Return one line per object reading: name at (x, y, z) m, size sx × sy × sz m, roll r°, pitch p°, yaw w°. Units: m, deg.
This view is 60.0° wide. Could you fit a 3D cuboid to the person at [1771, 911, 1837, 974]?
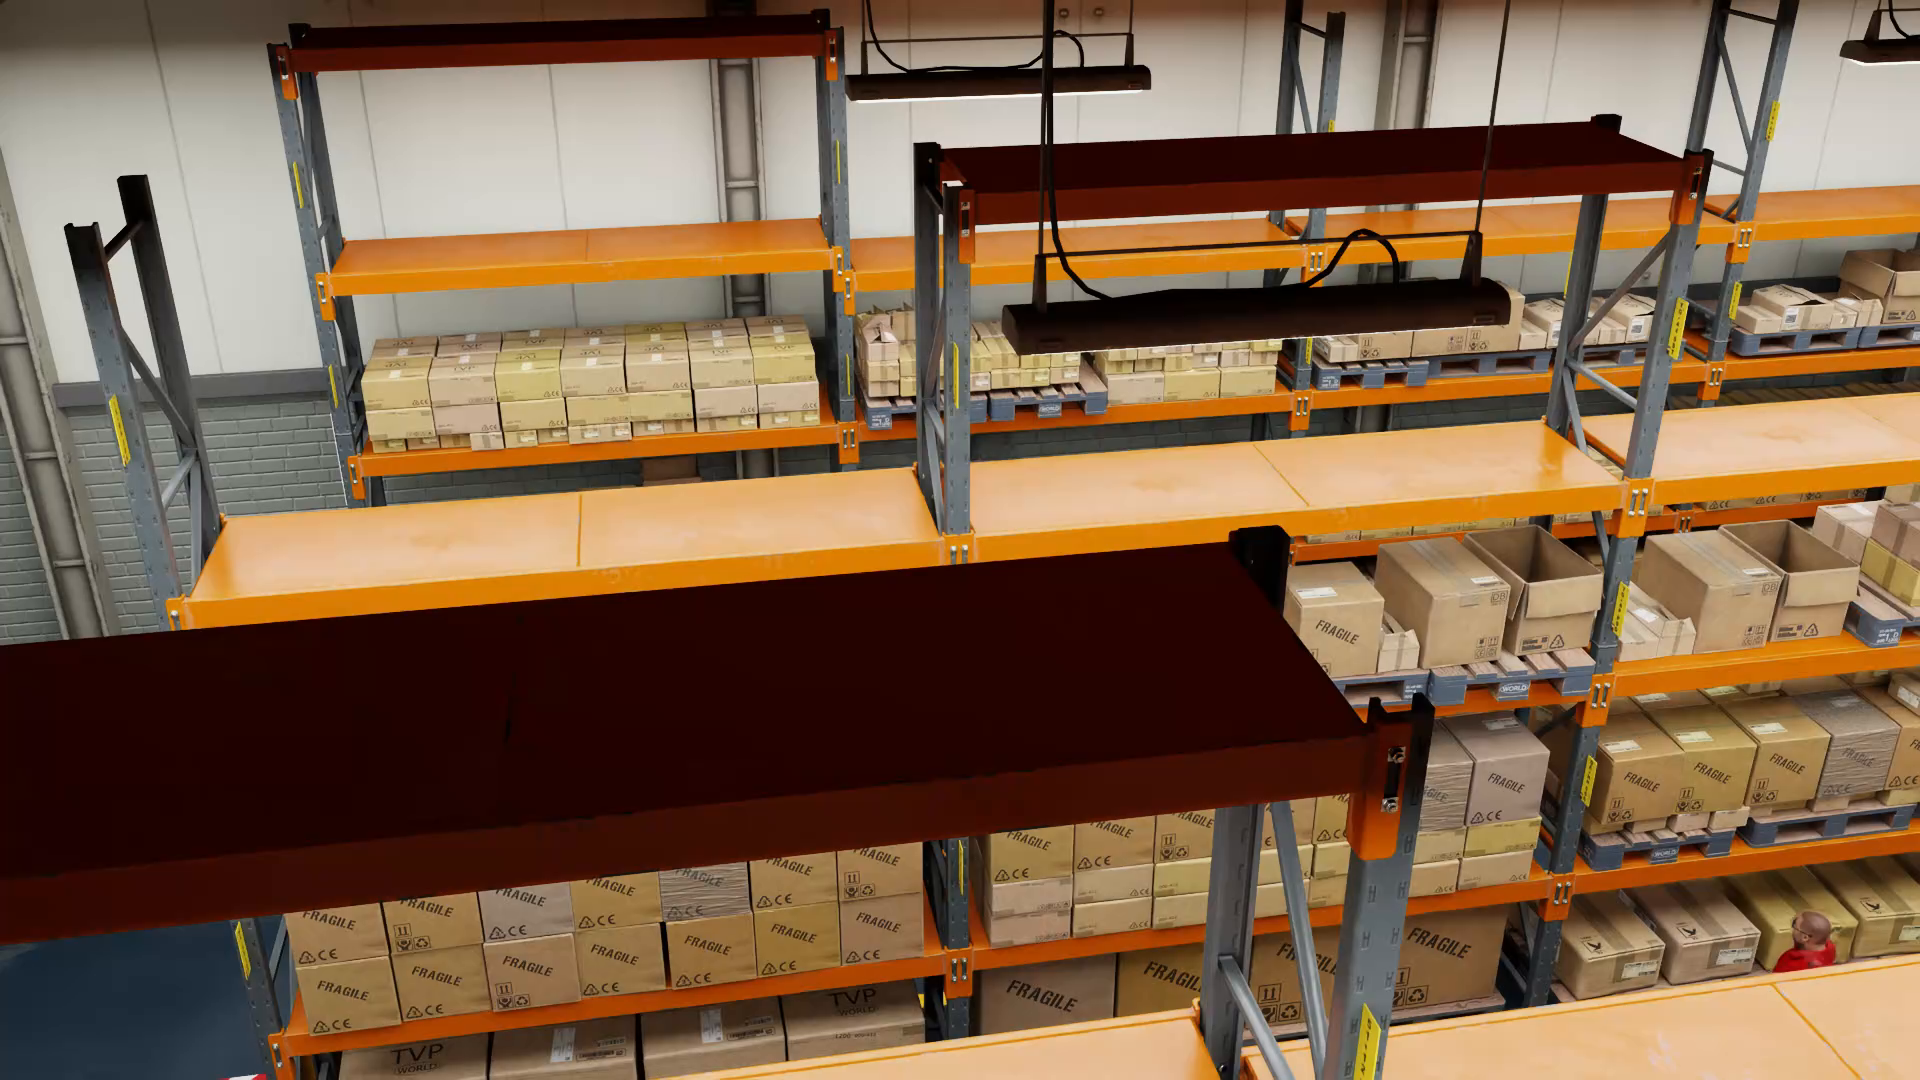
person at (5.055, 2.988, 10.173) m, size 0.571 × 1.730 × 0.562 m, roll 7°, pitch 27°, yaw 13°
